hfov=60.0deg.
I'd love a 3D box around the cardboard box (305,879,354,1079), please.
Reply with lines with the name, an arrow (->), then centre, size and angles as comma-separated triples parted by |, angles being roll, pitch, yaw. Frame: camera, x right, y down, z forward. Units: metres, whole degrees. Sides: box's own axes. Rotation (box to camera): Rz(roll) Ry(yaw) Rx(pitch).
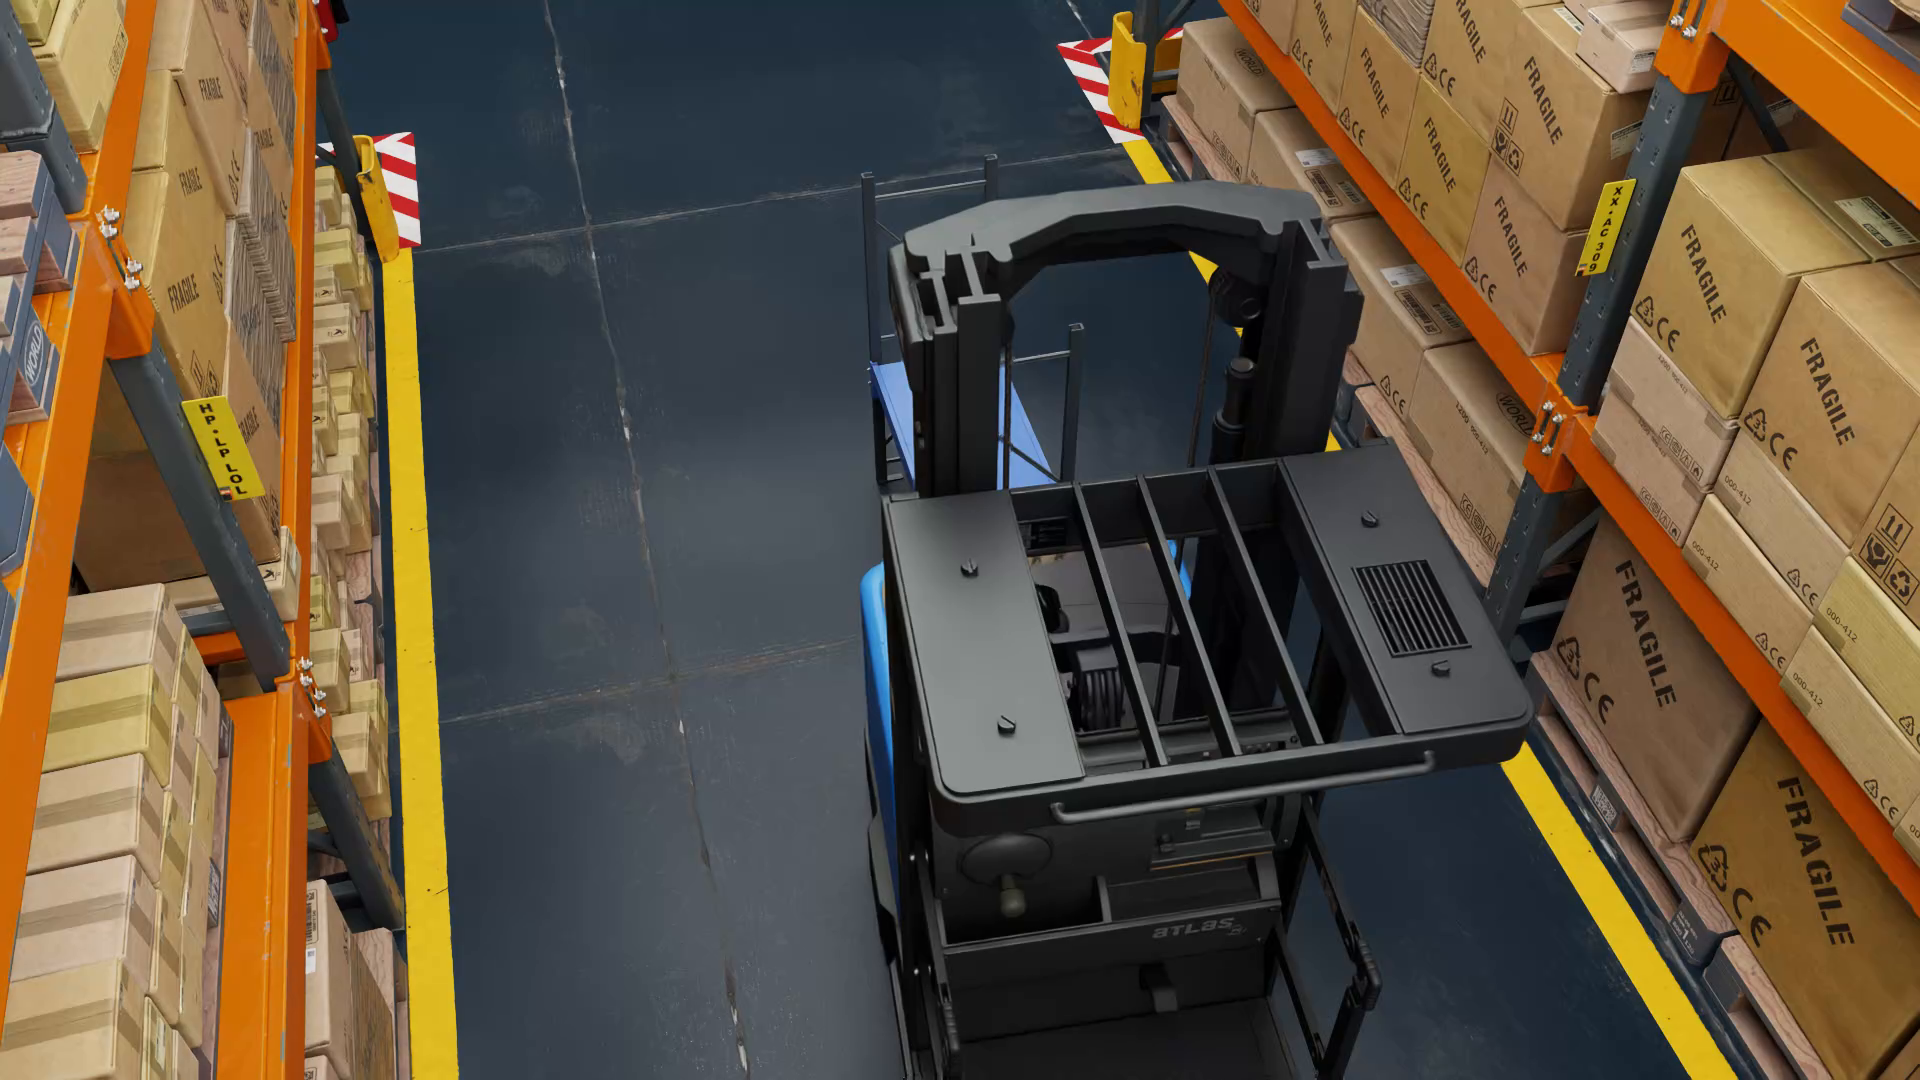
cardboard box -> -1.893, 1.223, 4.382 | 0.500, 0.250, 0.500 | -12, 47, -11

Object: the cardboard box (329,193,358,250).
cardboard box -> -2.941, -1.413, 7.529 | 0.380, 0.149, 0.250 | -12, 47, -11

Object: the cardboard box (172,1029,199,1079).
cardboard box -> -1.766, 1.184, 3.371 | 0.380, 0.149, 0.250 | -13, 47, -12

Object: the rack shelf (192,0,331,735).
rack shelf -> -2.840, -0.840, 5.976 | 1.077, 0.370, 4.000 | -11, 47, -10

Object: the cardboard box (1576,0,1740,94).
cardboard box -> 2.044, -1.452, 4.848 | 0.380, 0.149, 0.250 | -12, 47, -11

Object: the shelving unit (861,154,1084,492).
shelving unit -> 0.022, -0.466, 6.157 | 0.538, 1.500, 1.048 | -11, 47, -10

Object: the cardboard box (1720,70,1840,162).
cardboard box -> 2.543, -1.443, 5.294 | 0.500, 0.500, 0.500 | -10, 46, -10

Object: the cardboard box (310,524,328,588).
cardboard box -> -2.431, 0.114, 5.824 | 0.380, 0.149, 0.250 | -12, 47, -11

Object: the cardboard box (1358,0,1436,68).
cardboard box -> 1.782, -2.047, 5.886 | 0.500, 0.500, 0.500 | -10, 46, -10

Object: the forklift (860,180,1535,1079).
forklift -> 0.424, 0.780, 3.933 | 1.130, 2.935, 3.031 | -7, 46, -7

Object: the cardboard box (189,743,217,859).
cardboard box -> -1.968, 0.648, 3.897 | 0.380, 0.149, 0.250 | -10, 47, -10

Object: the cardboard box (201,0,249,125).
cardboard box -> -2.585, -1.619, 5.258 | 0.500, 0.500, 0.500 | -12, 47, -12

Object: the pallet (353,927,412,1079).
pallet -> -2.128, 1.803, 4.835 | 1.003, 0.211, 1.213 | -11, 47, -10

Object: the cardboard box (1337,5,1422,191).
cardboard box -> 1.785, -1.692, 6.238 | 0.500, 0.500, 0.500 | -11, 47, -11

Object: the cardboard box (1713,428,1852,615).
cardboard box -> 2.431, -0.098, 4.500 | 0.500, 0.250, 0.500 | -10, 46, -10

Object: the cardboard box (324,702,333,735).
cardboard box -> -2.216, 0.656, 5.292 | 0.380, 0.149, 0.250 | -9, 46, -9

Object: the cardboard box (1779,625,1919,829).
cardboard box -> 2.538, 0.433, 4.331 | 0.500, 0.250, 0.500 | -11, 47, -11

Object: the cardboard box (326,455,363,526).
cardboard box -> -2.478, -0.159, 6.300 | 0.380, 0.149, 0.250 | -11, 47, -11

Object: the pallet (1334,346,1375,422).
pallet -> 1.996, -1.093, 7.673 | 1.003, 0.211, 1.213 | -11, 47, -10

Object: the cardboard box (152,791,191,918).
cardboard box -> -1.906, 0.718, 3.619 | 0.380, 0.149, 0.250 | -9, 46, -9

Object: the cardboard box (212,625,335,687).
cardboard box -> -2.361, 0.408, 5.744 | 0.380, 0.149, 0.250 | -11, 47, -11

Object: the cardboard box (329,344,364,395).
cardboard box -> -2.662, -0.700, 6.829 | 0.380, 0.149, 0.250 | -10, 46, -10

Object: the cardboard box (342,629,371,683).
cardboard box -> -2.293, 0.484, 5.877 | 0.380, 0.149, 0.250 | -11, 47, -11

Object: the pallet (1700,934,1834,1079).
pallet -> 3.017, 1.654, 4.982 | 1.003, 0.211, 1.213 | -11, 47, -10

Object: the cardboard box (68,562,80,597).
cardboard box -> -2.725, -0.132, 4.501 | 0.500, 0.500, 0.500 | -11, 47, -10

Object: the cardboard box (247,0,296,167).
cardboard box -> -2.723, -1.643, 5.982 | 0.500, 0.500, 0.500 | -11, 47, -10

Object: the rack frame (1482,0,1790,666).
rack frame -> 2.431, -0.685, 5.321 | 1.000, 3.000, 0.127 | -11, 47, -10

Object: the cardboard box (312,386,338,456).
cardboard box -> -2.592, -0.427, 6.354 | 0.380, 0.149, 0.250 | -10, 47, -10

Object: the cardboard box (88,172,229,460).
cardboard box -> -2.208, -0.556, 4.216 | 0.500, 0.500, 0.500 | -10, 46, -9

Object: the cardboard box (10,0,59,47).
cardboard box -> -2.220, -1.259, 3.538 | 0.500, 0.250, 0.500 | -9, 46, -9

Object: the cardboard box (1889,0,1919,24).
cardboard box -> 2.376, -1.256, 3.416 | 0.500, 0.500, 0.500 | -11, 47, -11

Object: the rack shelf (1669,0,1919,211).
rack shelf -> 2.943, -0.103, 3.154 | 1.077, 0.370, 4.000 | -11, 47, -10

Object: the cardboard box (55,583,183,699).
cardboard box -> -2.037, 0.264, 3.857 | 0.380, 0.149, 0.250 | -9, 46, -8

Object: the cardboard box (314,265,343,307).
cardboard box -> -2.769, -0.980, 6.896 | 0.380, 0.149, 0.250 | -12, 47, -12

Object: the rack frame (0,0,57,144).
rack frame -> -2.328, -1.810, 2.223 | 1.000, 3.000, 0.127 | -11, 47, -10

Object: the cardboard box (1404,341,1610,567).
cardboard box -> 2.374, -0.389, 6.531 | 0.875, 0.438, 0.875 | -11, 47, -11

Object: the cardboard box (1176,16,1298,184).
cardboard box -> 1.672, -2.260, 8.364 | 0.875, 0.438, 0.875 | -12, 47, -12

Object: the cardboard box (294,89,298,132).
cardboard box -> -2.802, -1.690, 6.482 | 0.380, 0.149, 0.250 | -10, 46, -9

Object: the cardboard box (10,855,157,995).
cardboard box -> -1.836, 0.809, 3.322 | 0.380, 0.149, 0.250 | -11, 47, -10

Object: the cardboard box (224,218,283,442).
cardboard box -> -2.345, -0.578, 4.938 | 0.500, 0.500, 0.500 | -11, 47, -10

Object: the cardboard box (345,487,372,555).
cardboard box -> -2.482, -0.058, 6.409 | 0.380, 0.149, 0.250 | -12, 47, -11

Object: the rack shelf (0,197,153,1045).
rack shelf -> -1.816, 0.872, 2.198 | 1.077, 0.370, 4.000 | -11, 47, -10

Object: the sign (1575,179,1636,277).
sign -> 1.895, -0.914, 4.883 | 0.100, 0.325, 0.005 | -11, 47, -10

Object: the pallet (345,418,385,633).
pallet -> -2.850, -0.036, 6.637 | 1.003, 0.211, 1.213 | -11, 47, -10

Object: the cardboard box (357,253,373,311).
cardboard box -> -2.852, -1.137, 7.466 | 0.380, 0.149, 0.250 | -9, 46, -9

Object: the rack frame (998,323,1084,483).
rack frame -> 0.152, -0.115, 5.813 | 0.500, 1.500, 0.032 | -11, 47, -10

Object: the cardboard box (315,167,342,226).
cardboard box -> -2.972, -1.510, 7.415 | 0.380, 0.149, 0.250 | -10, 46, -10

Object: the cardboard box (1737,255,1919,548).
cardboard box -> 2.423, -0.368, 4.240 | 0.500, 0.500, 0.500 | -11, 47, -11
